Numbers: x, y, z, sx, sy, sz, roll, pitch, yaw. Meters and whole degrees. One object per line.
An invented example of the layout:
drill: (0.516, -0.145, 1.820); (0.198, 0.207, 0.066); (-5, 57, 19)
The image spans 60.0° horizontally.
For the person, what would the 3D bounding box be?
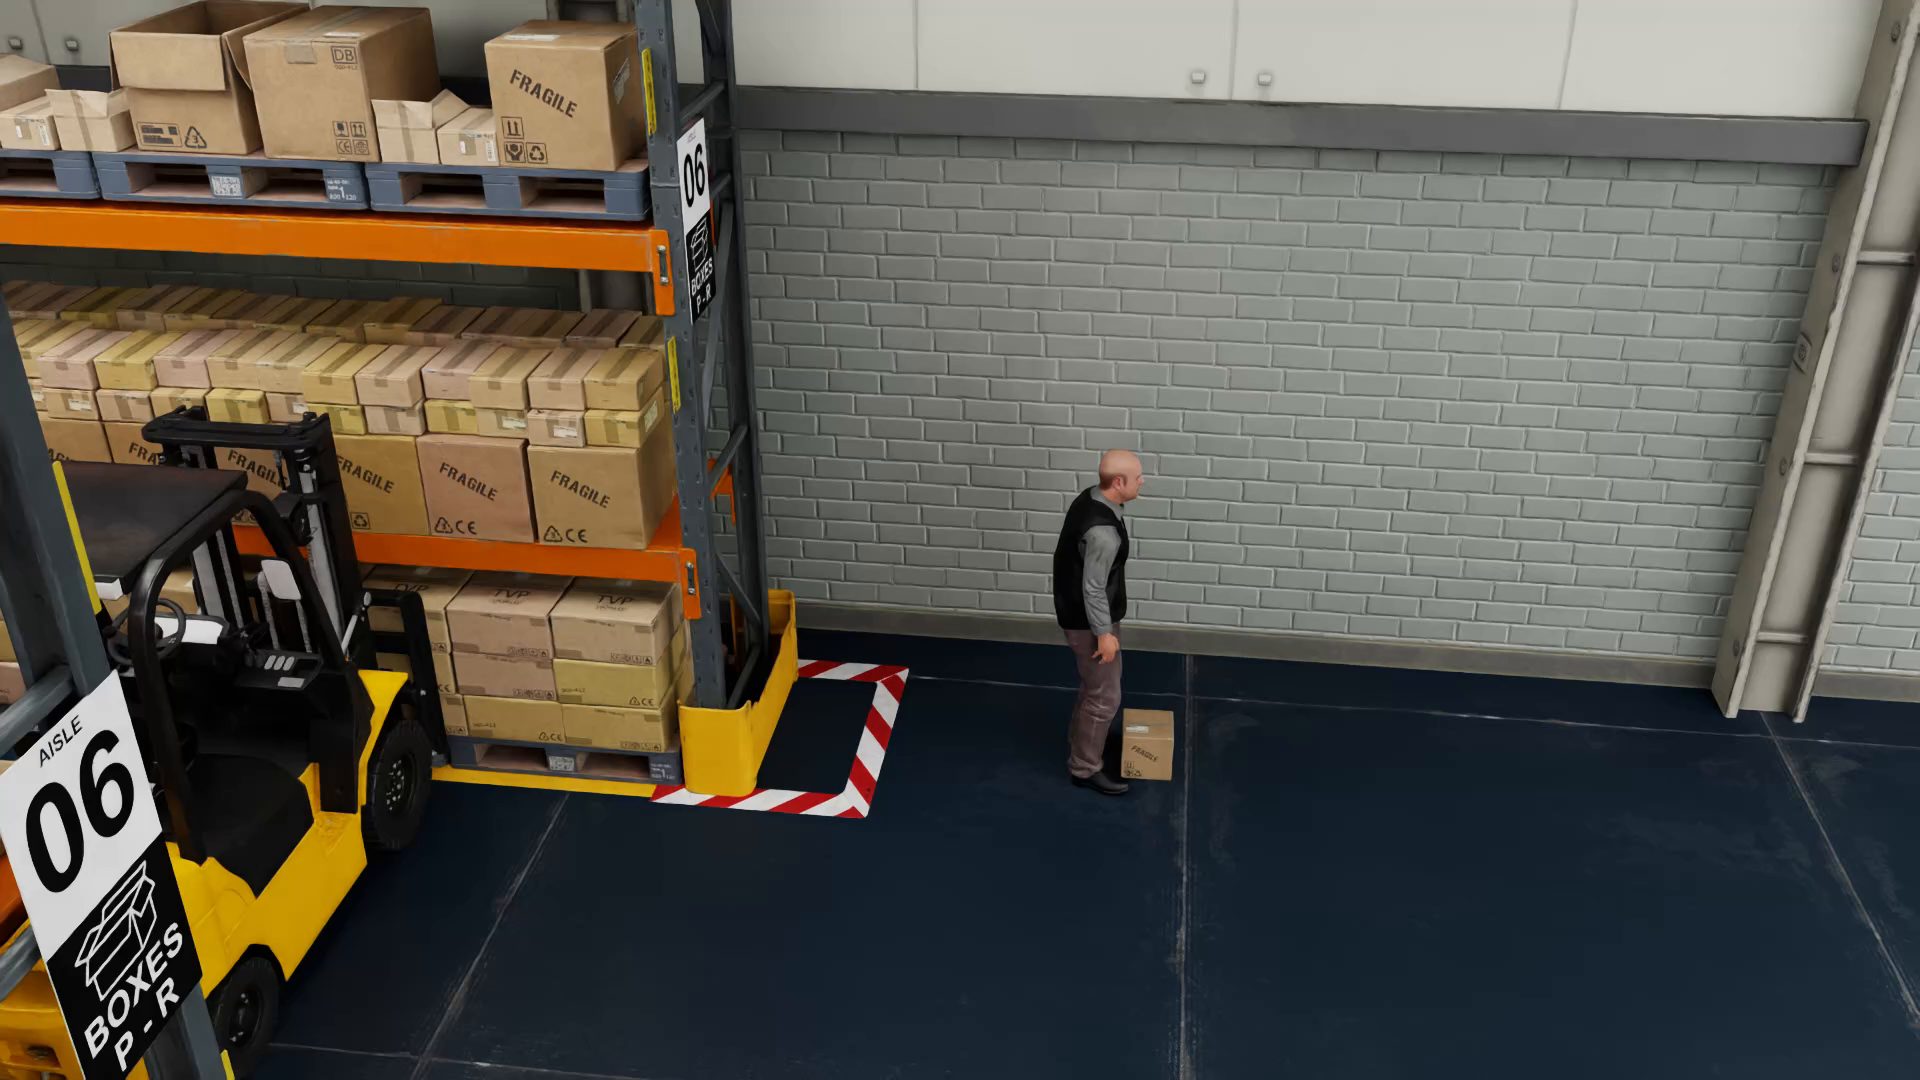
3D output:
person: (0.651, 0.358, 7.981); (0.421, 1.719, 0.583); (2, 28, 4)
